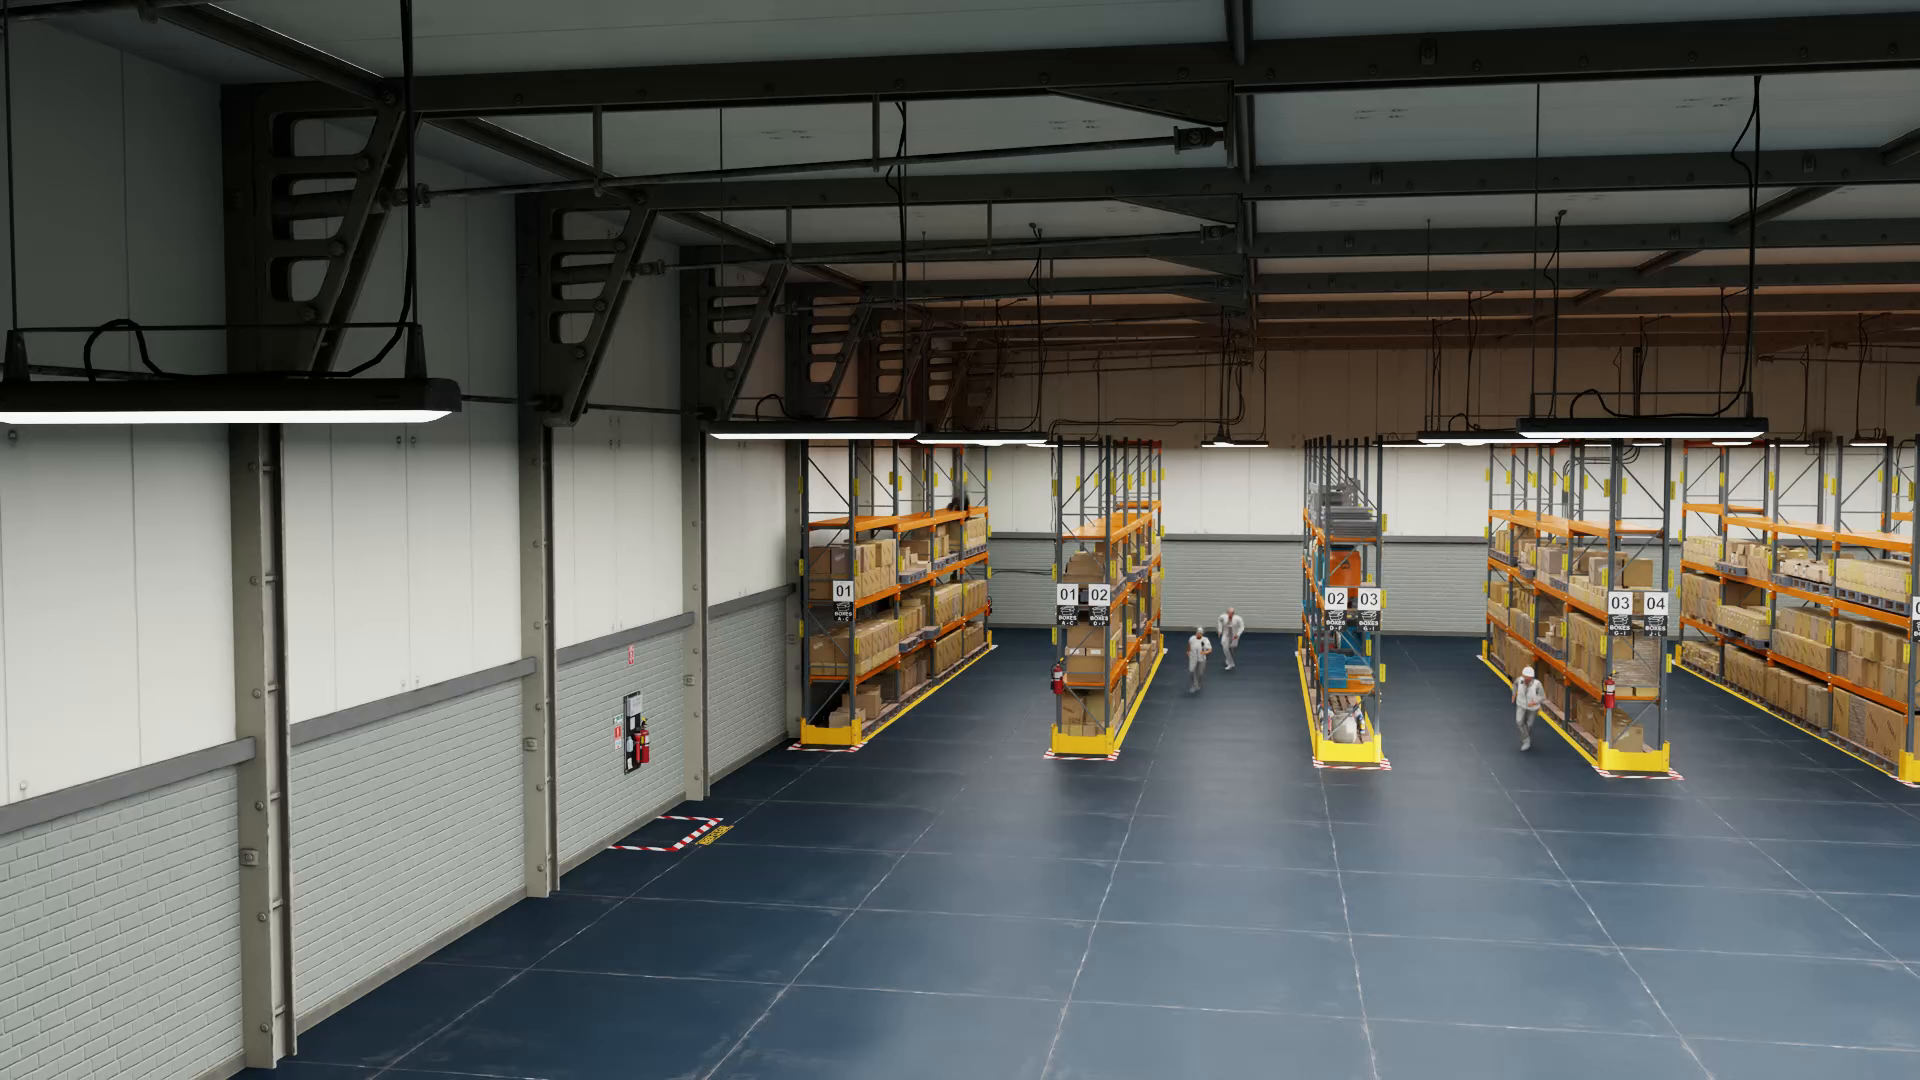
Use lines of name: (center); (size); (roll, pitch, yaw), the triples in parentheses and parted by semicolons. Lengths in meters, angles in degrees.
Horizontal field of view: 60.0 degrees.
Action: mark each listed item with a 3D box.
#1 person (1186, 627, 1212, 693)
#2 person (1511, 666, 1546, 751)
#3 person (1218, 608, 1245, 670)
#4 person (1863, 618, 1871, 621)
person: (5.628, 2.809, 39.185); (0.613, 1.555, 0.985); (0, 3, 8)
person: (10.890, 3.177, 31.829); (0.663, 1.606, 1.076); (1, 3, 25)
person: (7.146, 2.567, 43.809); (0.700, 1.649, 1.103); (1, 3, 11)
person: (21.759, 2.720, 39.927); (0.610, 1.660, 0.870); (0, 3, -7)
